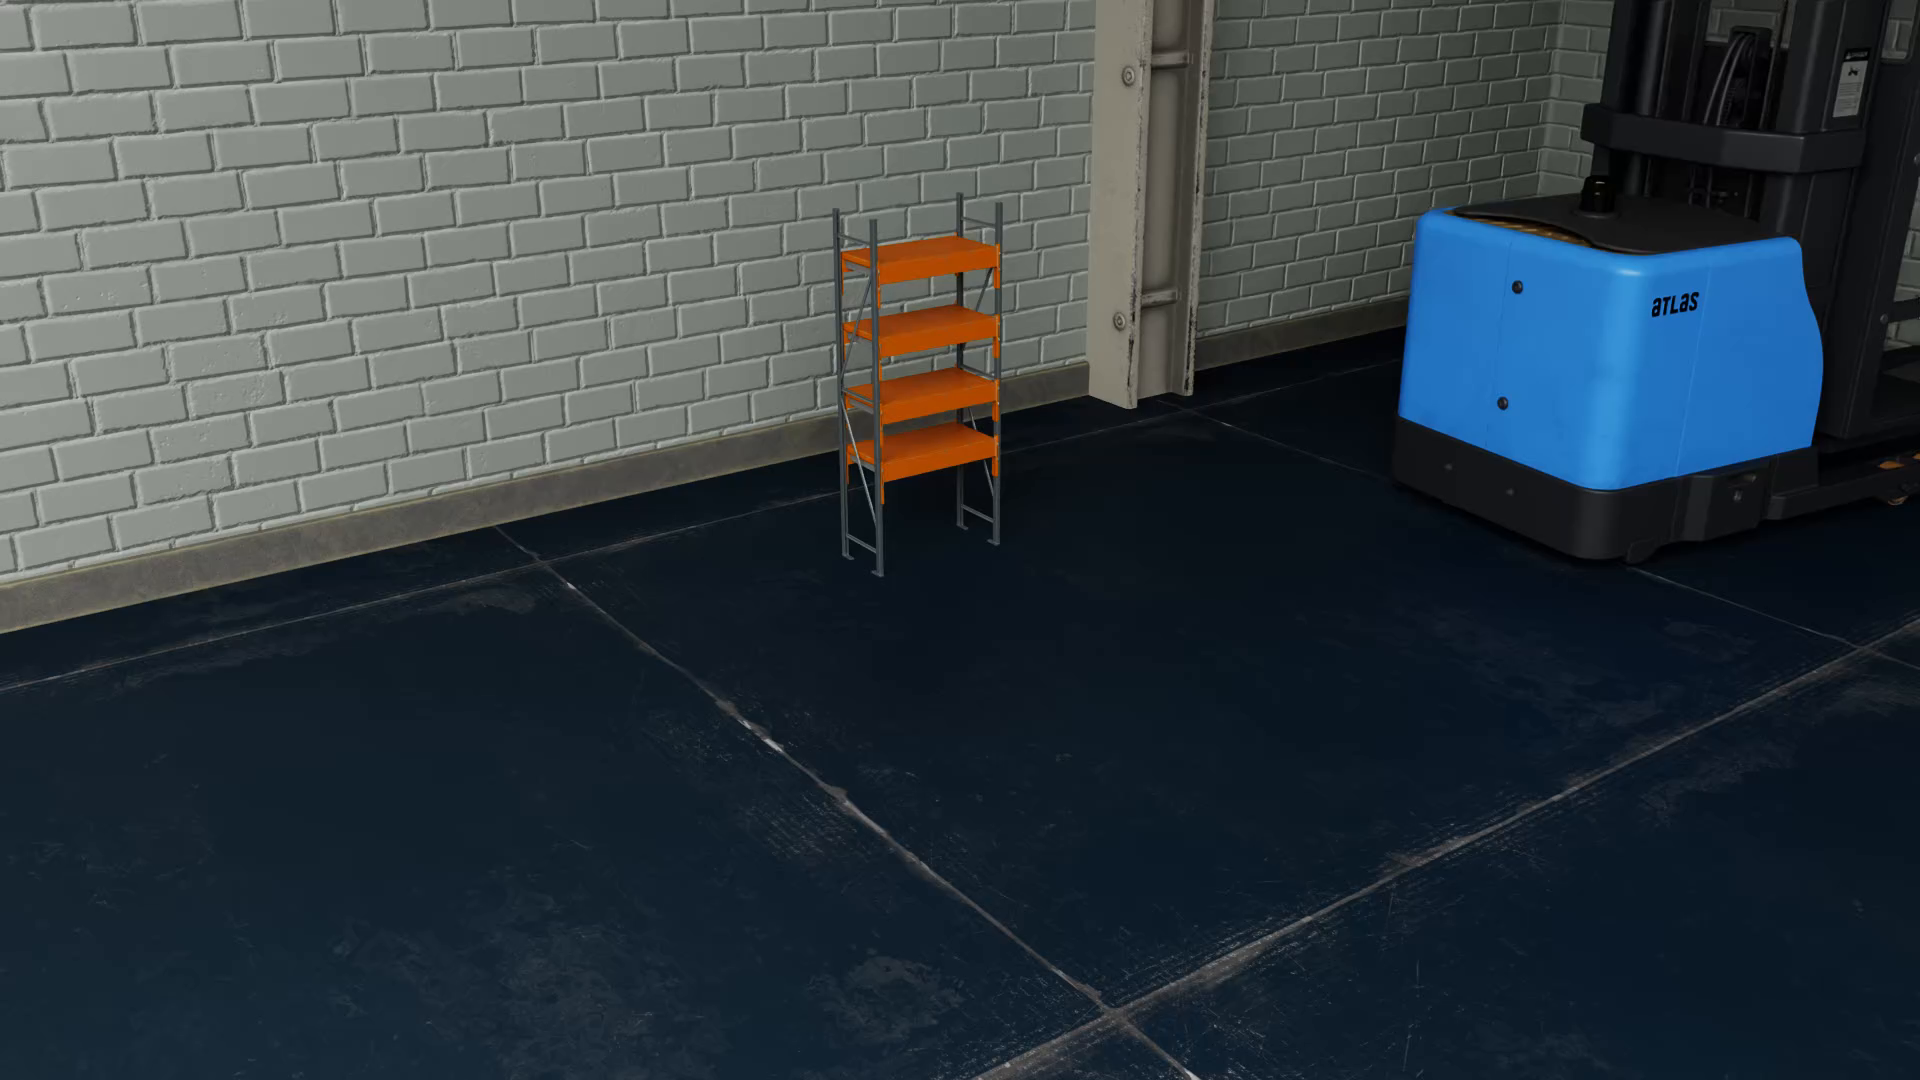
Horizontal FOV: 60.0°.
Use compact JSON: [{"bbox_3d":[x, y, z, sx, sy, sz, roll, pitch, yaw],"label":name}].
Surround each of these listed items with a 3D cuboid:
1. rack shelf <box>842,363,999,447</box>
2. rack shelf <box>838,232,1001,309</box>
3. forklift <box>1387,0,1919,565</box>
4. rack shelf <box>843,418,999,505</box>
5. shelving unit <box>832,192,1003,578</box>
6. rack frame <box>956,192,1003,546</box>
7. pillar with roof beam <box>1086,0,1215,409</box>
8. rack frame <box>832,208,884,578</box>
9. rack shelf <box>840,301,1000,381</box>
[{"bbox_3d":[-0.134,-0.459,5.609,0.480,0.148,0.258,-15,26,-33],"label":"rack shelf"},{"bbox_3d":[-0.134,-0.886,5.439,0.480,0.148,0.258,-15,26,-33],"label":"rack shelf"},{"bbox_3d":[3.172,-1.650,6.076,3.031,2.935,1.130,-11,24,-26],"label":"forklift"},{"bbox_3d":[-0.134,-0.275,5.683,0.480,0.148,0.258,-15,26,-33],"label":"rack shelf"},{"bbox_3d":[-0.134,-0.521,5.584,0.503,1.200,0.258,-15,26,-33],"label":"shelving unit"},{"bbox_3d":[0.064,-0.574,5.717,0.015,1.200,0.240,-15,26,-33],"label":"rack frame"},{"bbox_3d":[3.329,-3.551,2.653,0.400,9.000,9.100,-15,26,-33],"label":"pillar with roof beam"},{"bbox_3d":[-0.332,-0.469,5.452,0.015,1.200,0.240,-15,26,-33],"label":"rack frame"},{"bbox_3d":[-0.134,-0.667,5.526,0.480,0.148,0.258,-15,26,-33],"label":"rack shelf"}]
